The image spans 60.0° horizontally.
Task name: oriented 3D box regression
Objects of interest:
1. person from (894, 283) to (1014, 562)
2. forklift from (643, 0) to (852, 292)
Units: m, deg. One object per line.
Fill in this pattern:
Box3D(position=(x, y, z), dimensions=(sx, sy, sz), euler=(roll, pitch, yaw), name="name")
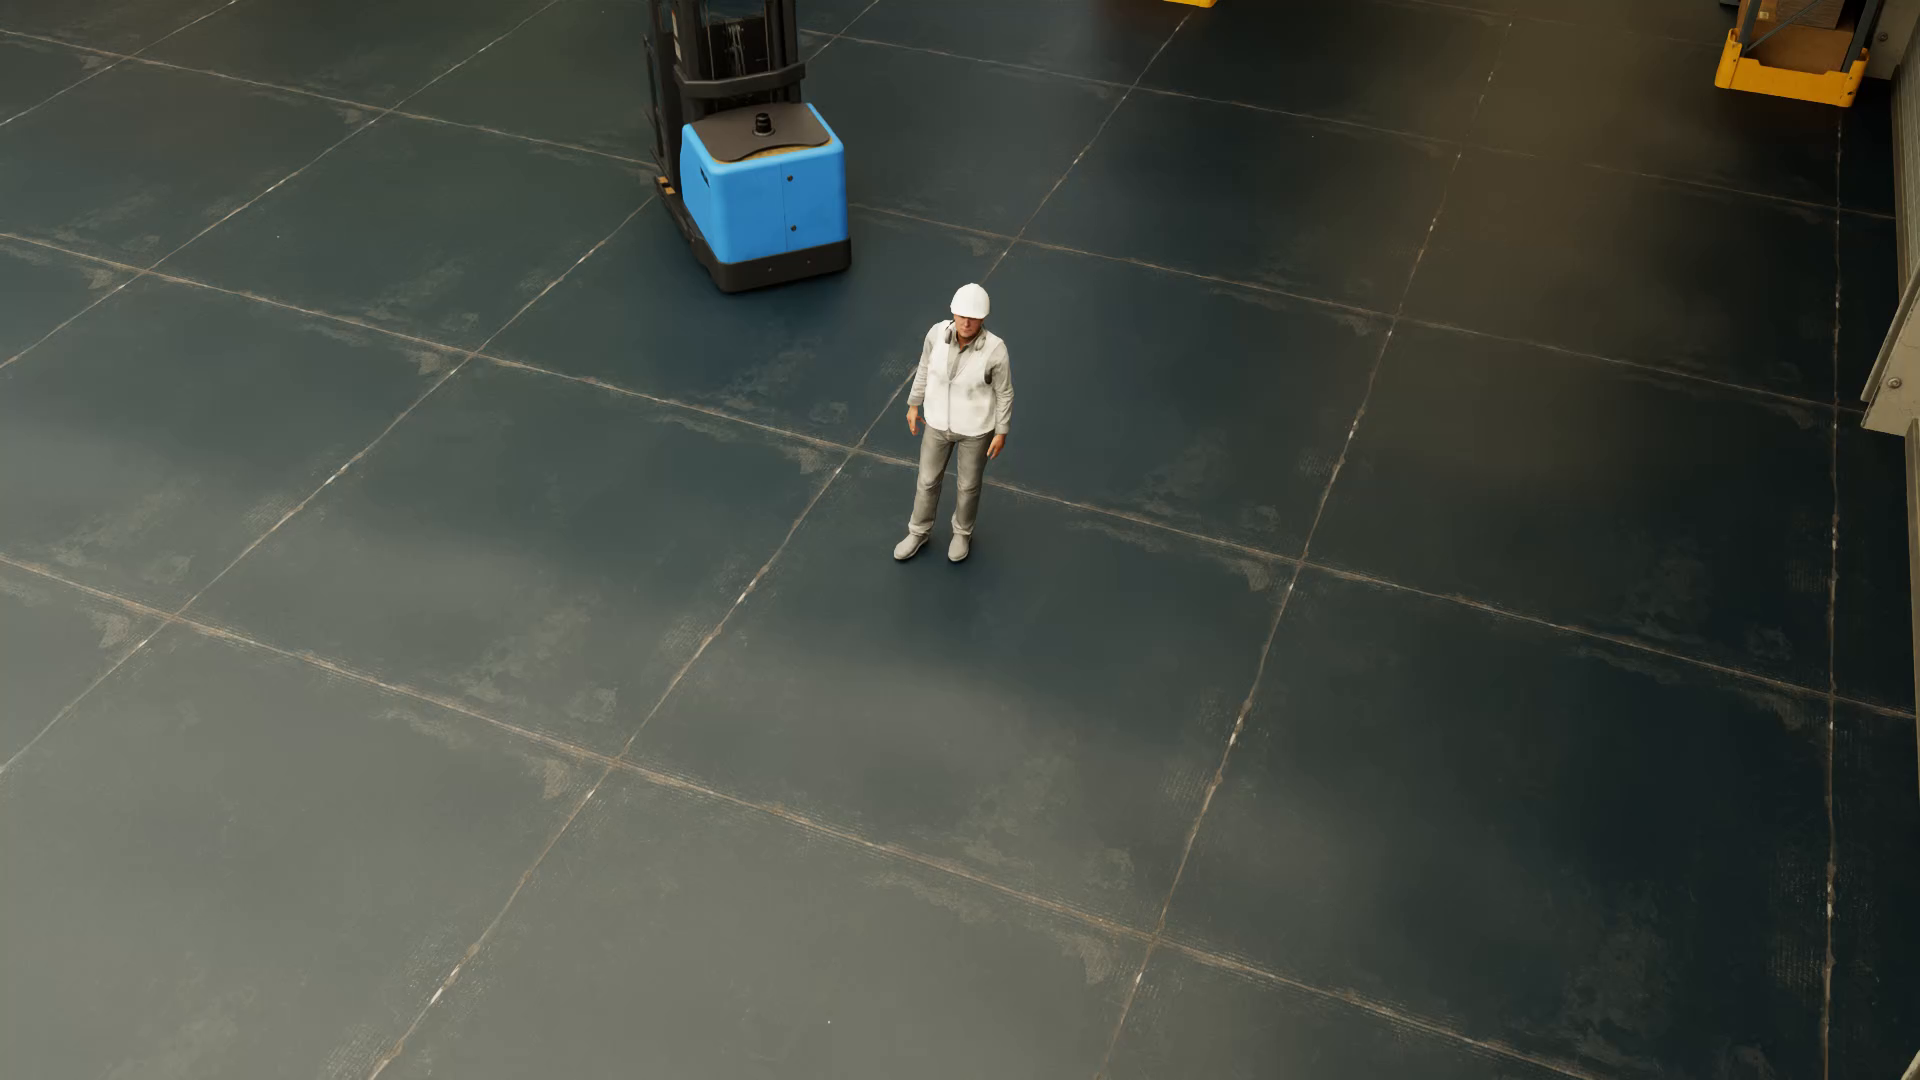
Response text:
Box3D(position=(-0.031, -0.647, 9.673), dimensions=(0.634, 1.770, 0.562), euler=(15, 42, 17), name="person")
Box3D(position=(-1.857, -3.919, 12.687), dimensions=(1.130, 2.935, 3.031), euler=(-15, 42, -17), name="forklift")
